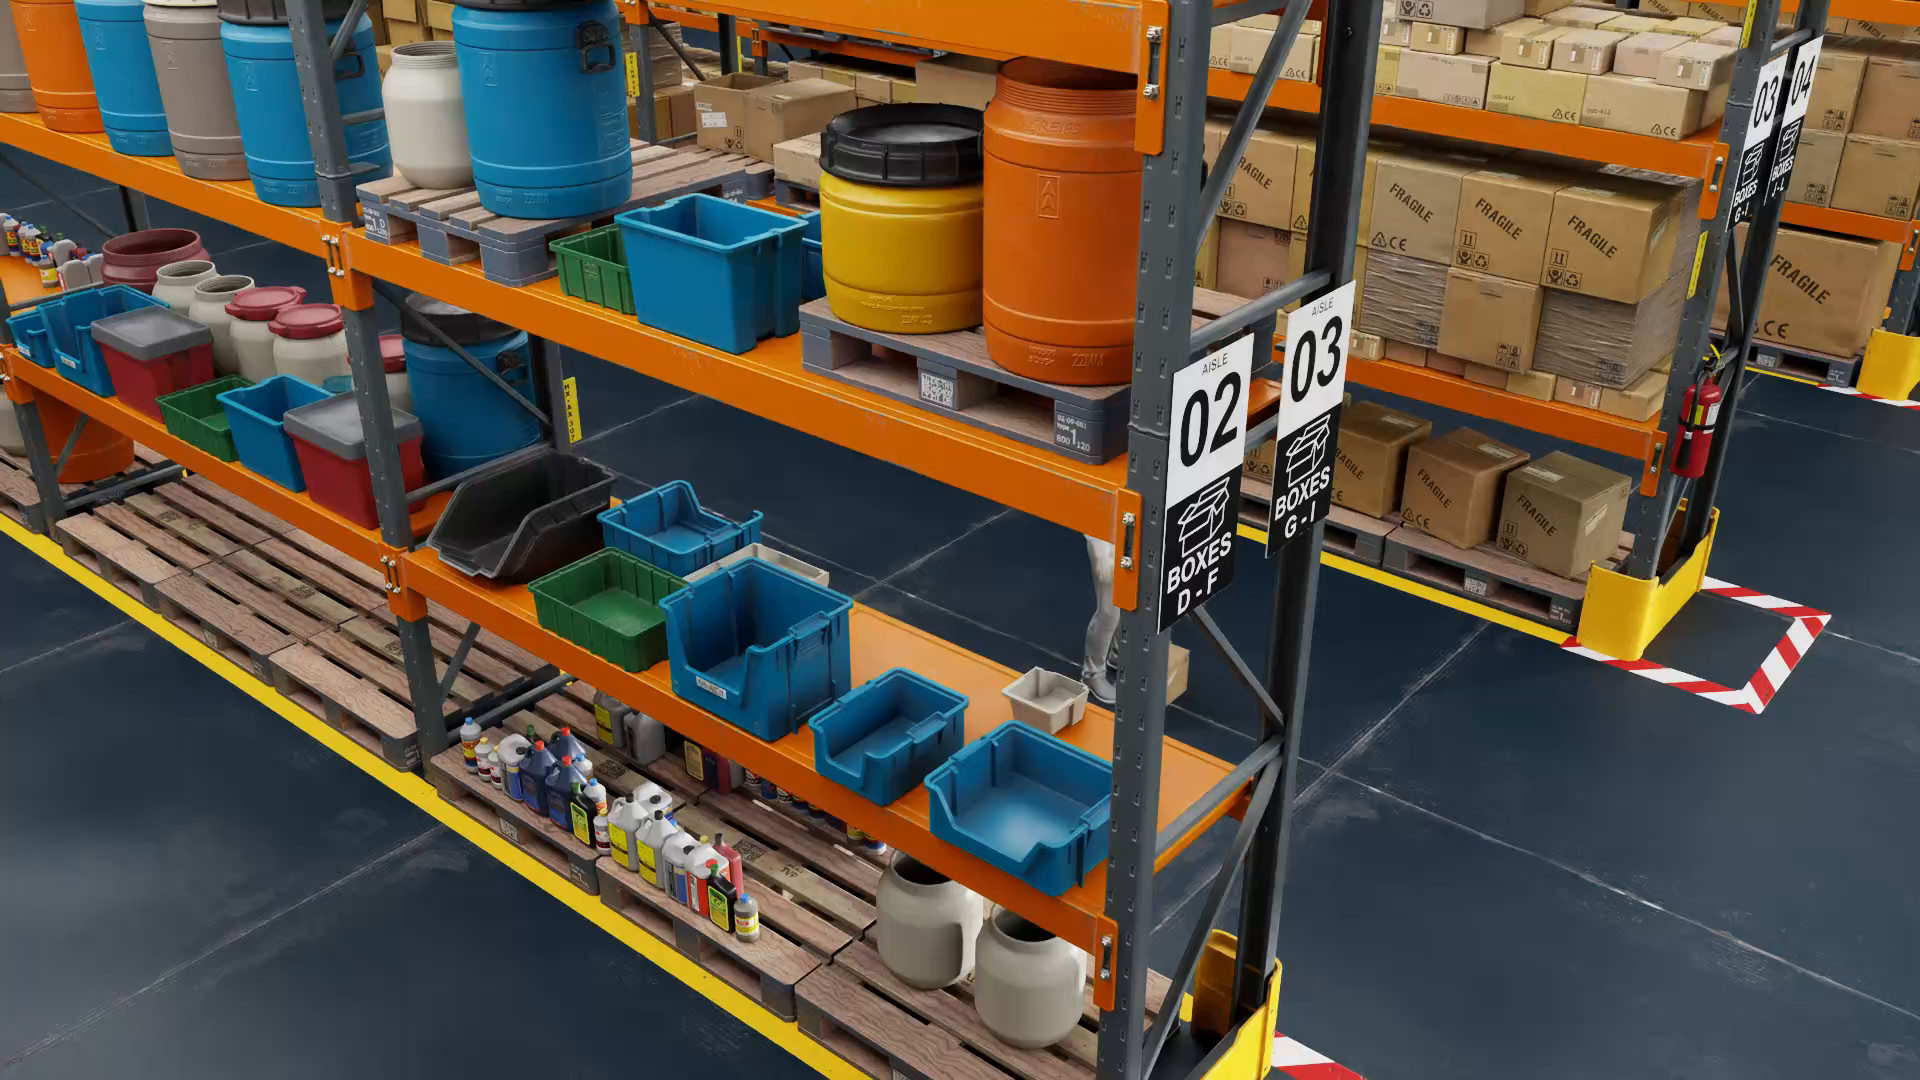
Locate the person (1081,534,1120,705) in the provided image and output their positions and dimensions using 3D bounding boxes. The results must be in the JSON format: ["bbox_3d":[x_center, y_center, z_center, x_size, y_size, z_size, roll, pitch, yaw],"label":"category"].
[{"bbox_3d":[0.844,0.007,8.604,0.375,1.662,0.529,19,33,32],"label":"person"}]
